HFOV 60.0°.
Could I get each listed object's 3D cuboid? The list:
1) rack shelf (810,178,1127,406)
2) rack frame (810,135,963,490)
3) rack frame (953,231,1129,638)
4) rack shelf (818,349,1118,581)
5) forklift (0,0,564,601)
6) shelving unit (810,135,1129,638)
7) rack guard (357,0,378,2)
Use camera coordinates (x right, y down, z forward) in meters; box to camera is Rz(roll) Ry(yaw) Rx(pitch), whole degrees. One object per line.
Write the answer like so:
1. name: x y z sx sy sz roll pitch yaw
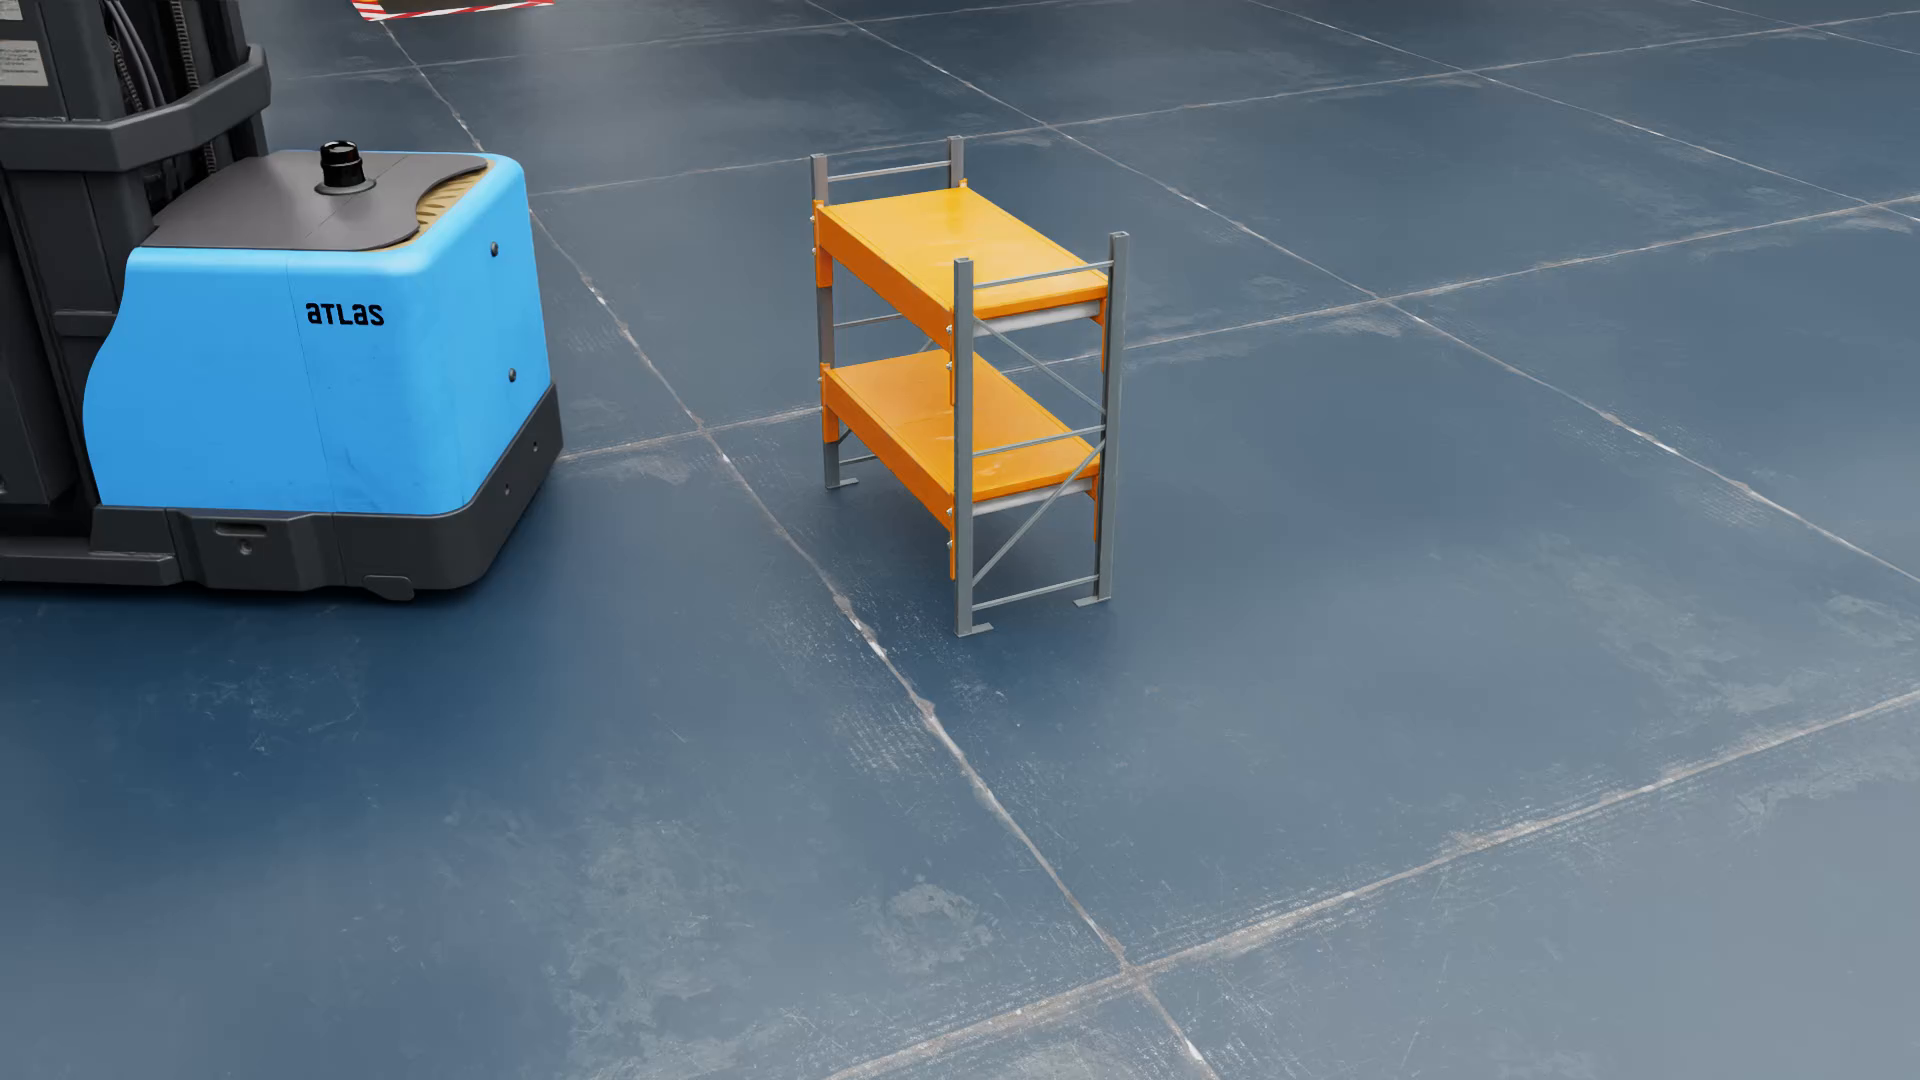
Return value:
1. rack shelf: -0.003 -0.749 4.837 0.538 0.278 1.000 -13 32 -22
2. rack frame: -0.221 -0.718 5.381 0.500 1.125 0.032 -13 32 -22
3. rack frame: 0.215 -0.269 4.580 0.500 1.125 0.032 -13 32 -22
4. rack shelf: -0.003 -0.280 5.100 0.538 0.278 1.000 -13 32 -22
5. forklift: -2.891 -1.371 4.698 3.031 2.935 1.130 2 29 3
6. shelving unit: -0.003 -0.494 4.980 0.538 1.125 1.048 -13 32 -22
7. rack guard: -4.027 -4.425 12.630 1.175 0.500 0.348 -13 32 -22
